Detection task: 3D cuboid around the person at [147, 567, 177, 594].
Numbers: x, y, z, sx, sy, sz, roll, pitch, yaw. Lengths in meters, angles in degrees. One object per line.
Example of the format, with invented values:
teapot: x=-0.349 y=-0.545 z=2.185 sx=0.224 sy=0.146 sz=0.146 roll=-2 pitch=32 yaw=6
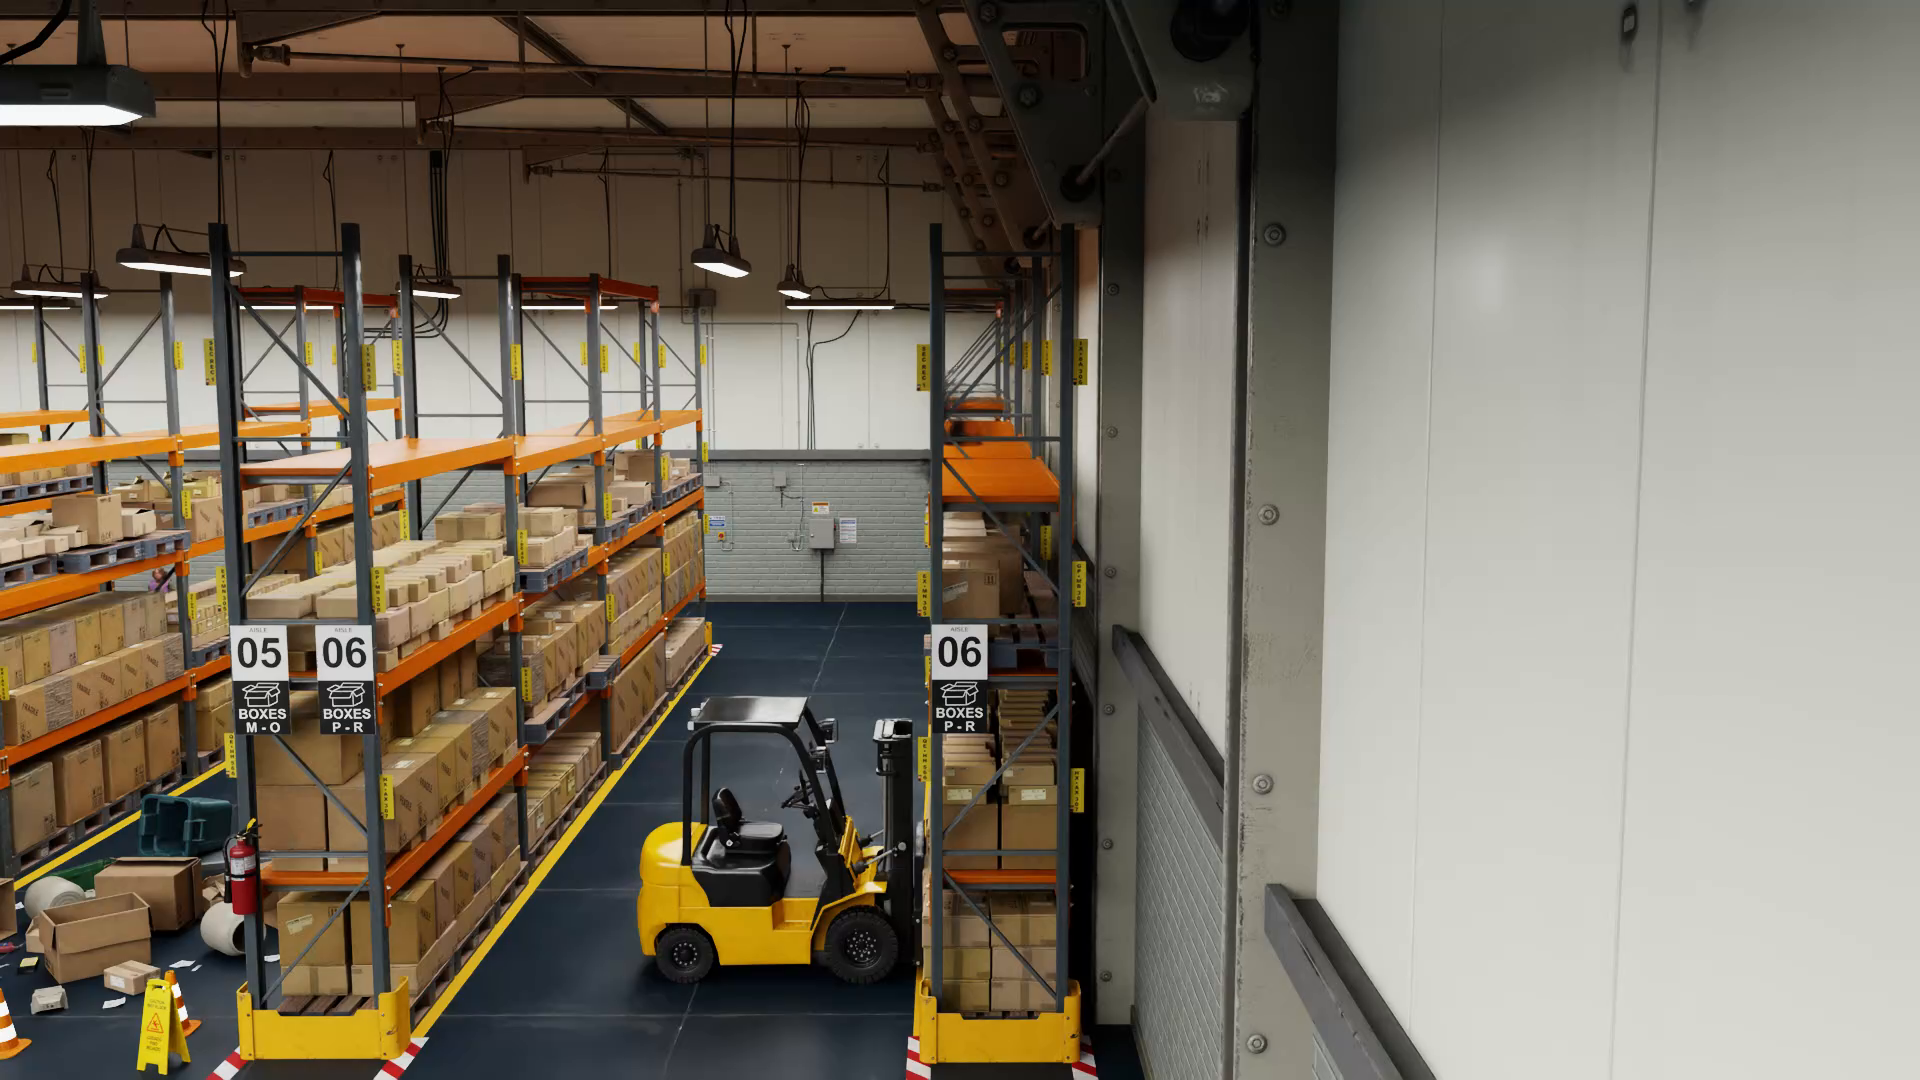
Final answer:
person: x=-12.944 y=1.233 z=27.026 sx=0.537 sy=1.641 sz=0.697 roll=-2 pitch=7 yaw=-15
